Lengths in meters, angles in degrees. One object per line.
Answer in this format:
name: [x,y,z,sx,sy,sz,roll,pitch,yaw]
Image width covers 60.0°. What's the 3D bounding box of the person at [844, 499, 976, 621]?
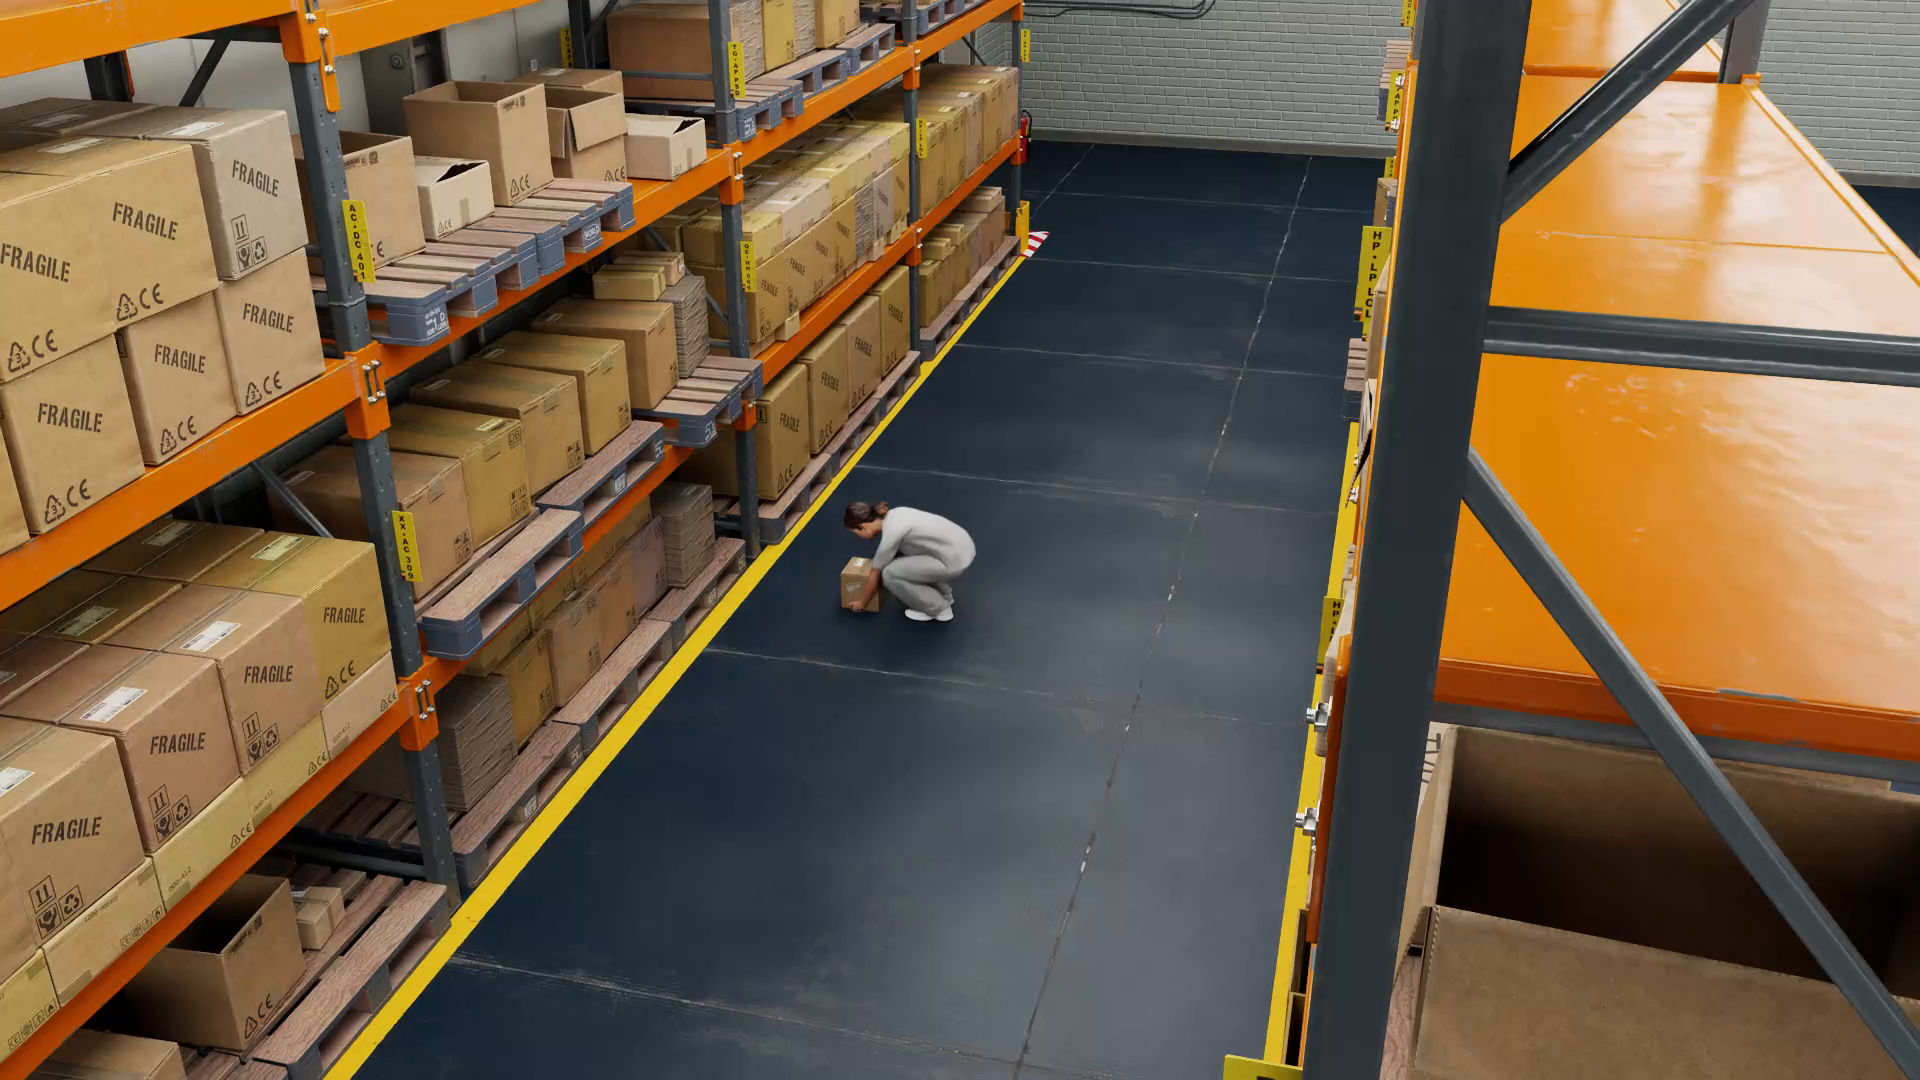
person: [-0.320,0.134,10.583,0.834,0.821,0.467,6,26,12]
